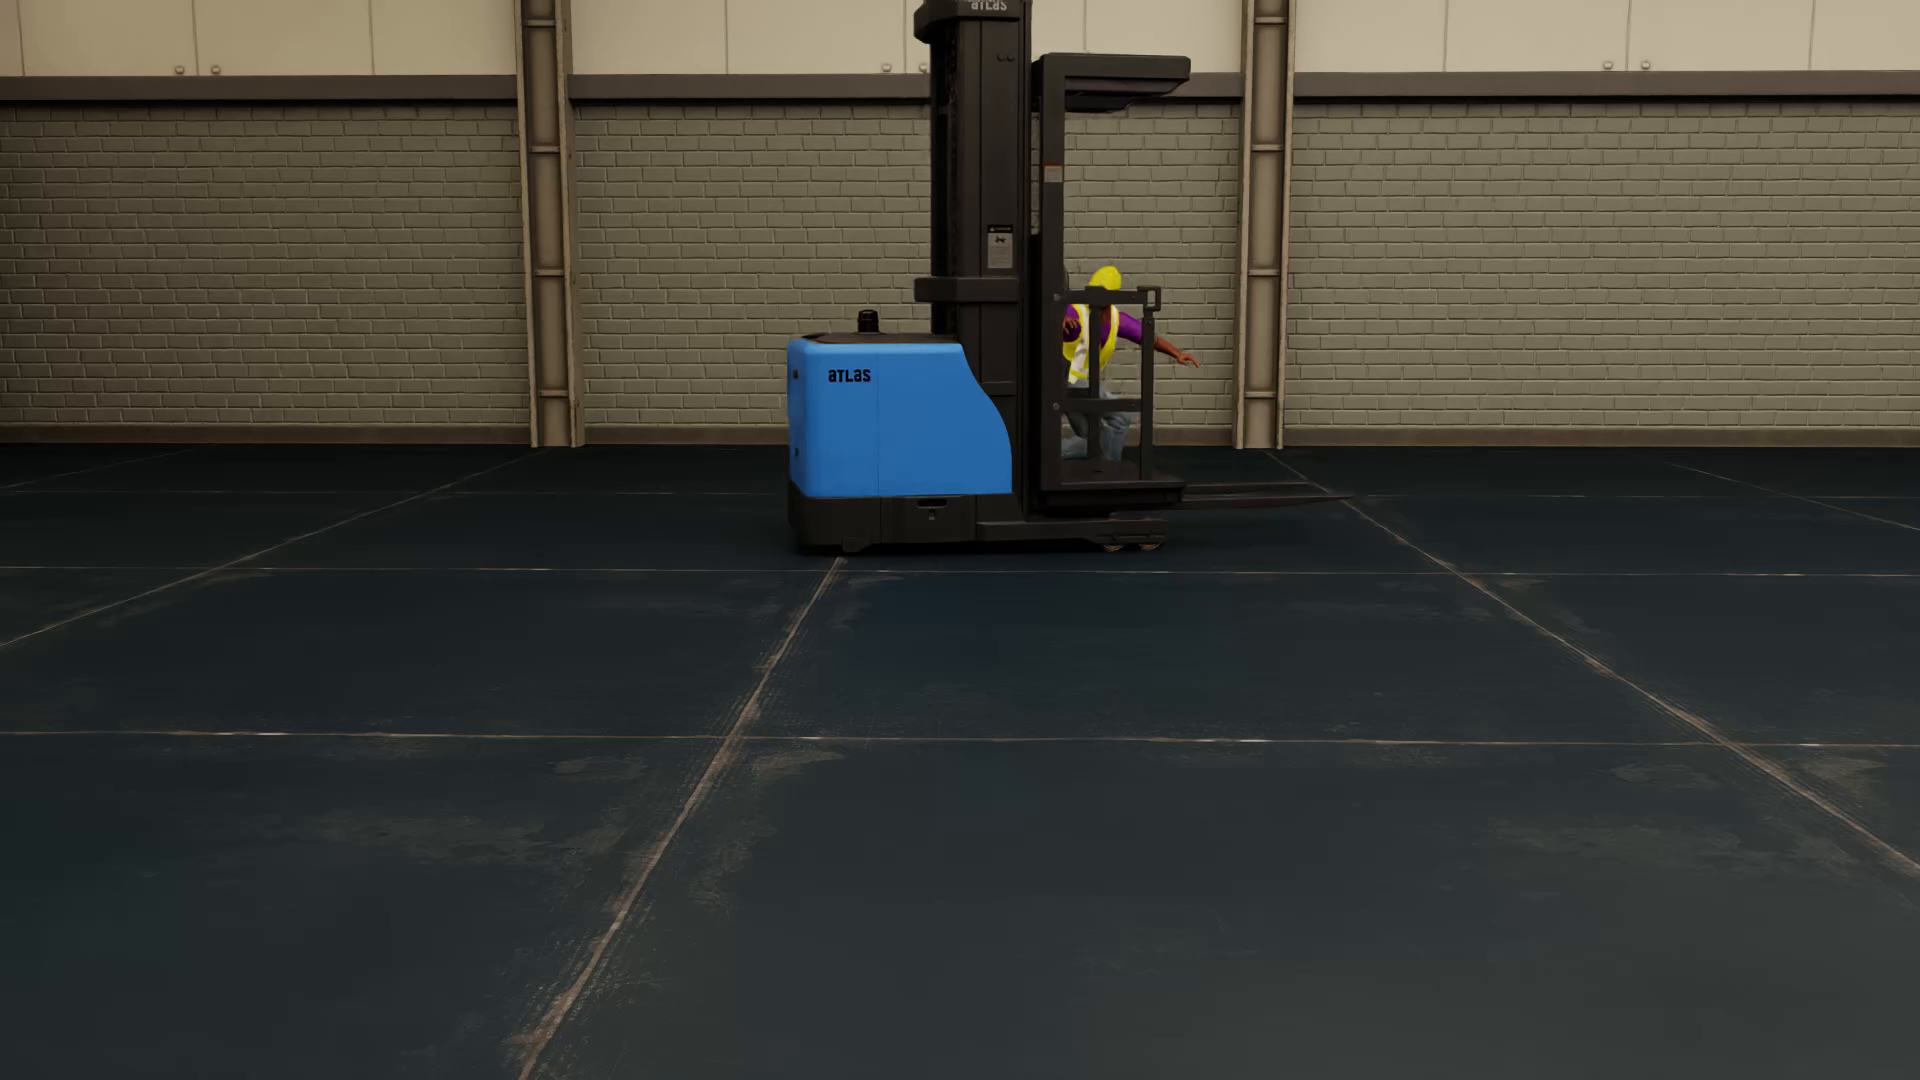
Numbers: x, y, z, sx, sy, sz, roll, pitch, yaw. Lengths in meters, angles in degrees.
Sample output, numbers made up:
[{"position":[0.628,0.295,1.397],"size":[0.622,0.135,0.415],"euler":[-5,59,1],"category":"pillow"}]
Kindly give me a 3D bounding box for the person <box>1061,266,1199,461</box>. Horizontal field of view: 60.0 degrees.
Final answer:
[{"position":[0.949,-1.032,10.852],"size":[1.143,1.501,0.893],"euler":[4,9,23],"category":"person"}]

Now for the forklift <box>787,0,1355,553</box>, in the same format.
[{"position":[0.609,-1.471,8.922],"size":[3.031,2.935,1.130],"euler":[-2,9,-11],"category":"forklift"}]
